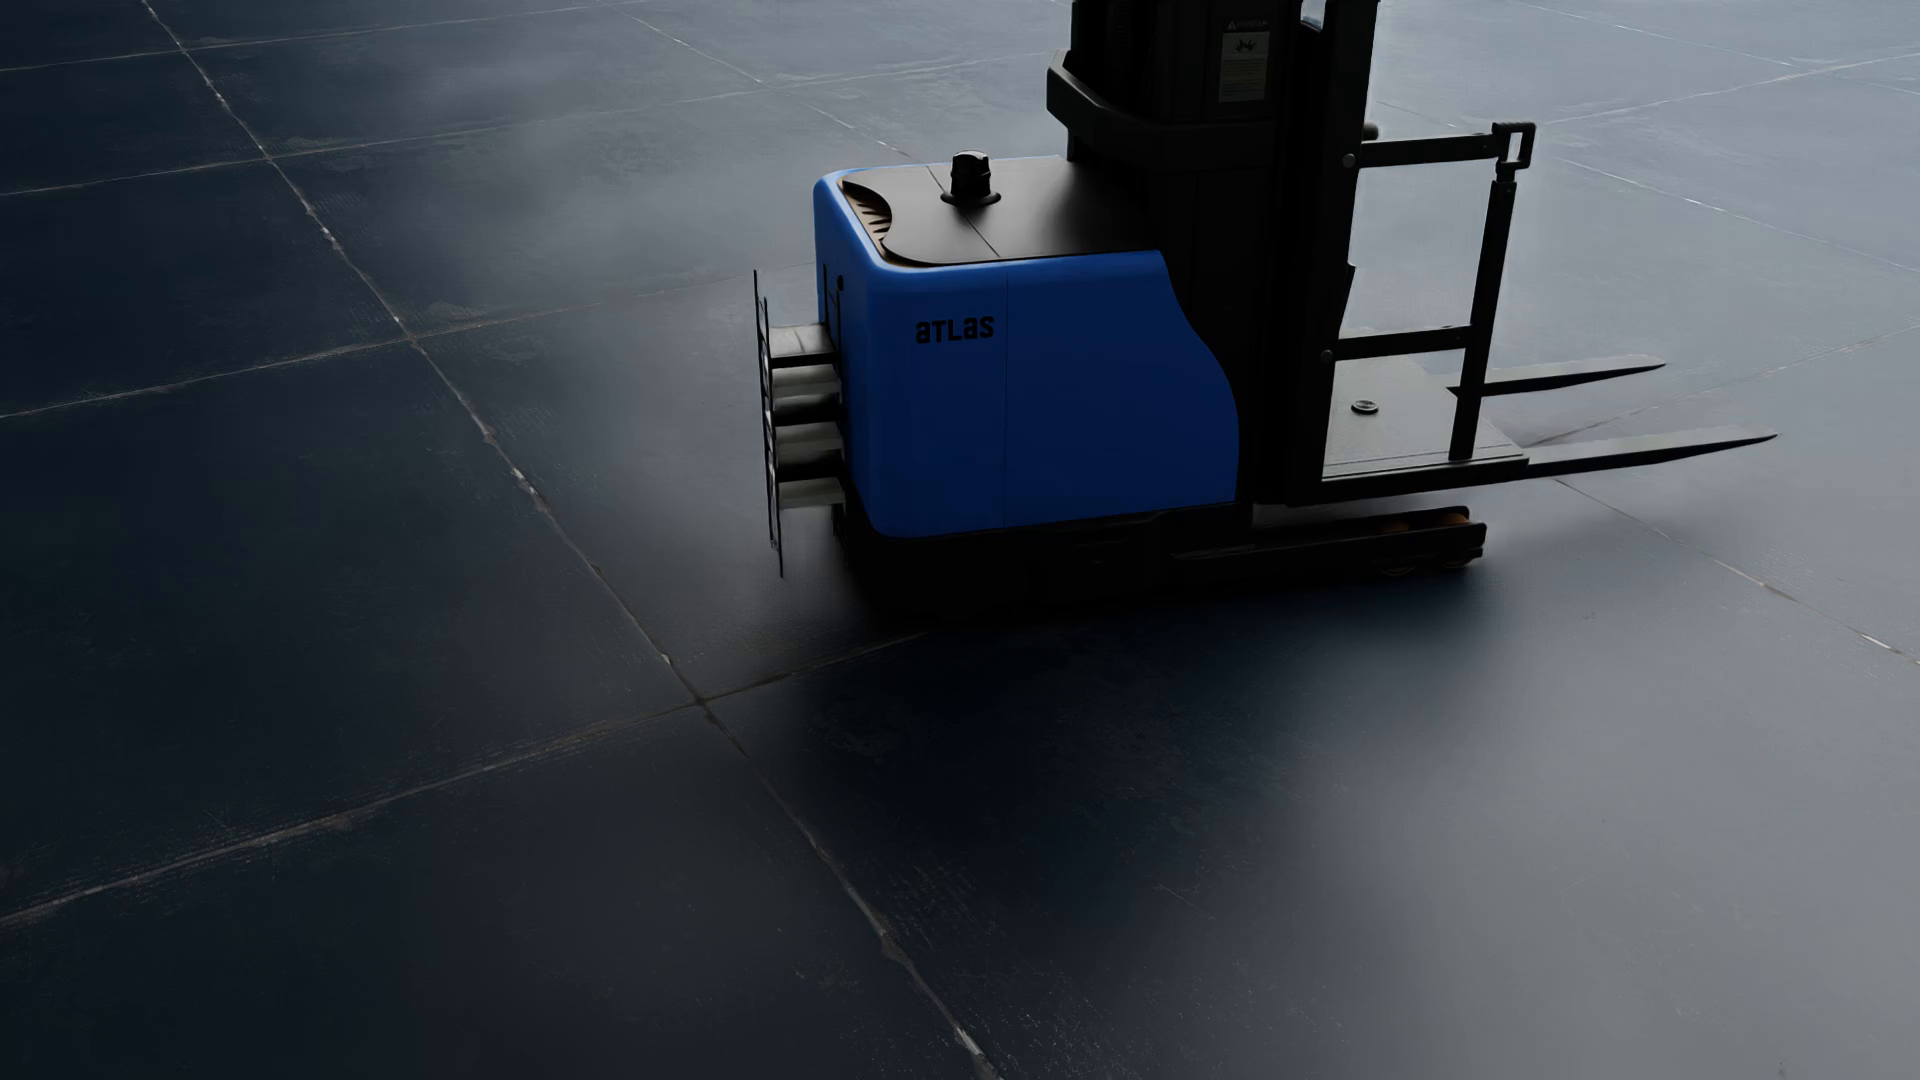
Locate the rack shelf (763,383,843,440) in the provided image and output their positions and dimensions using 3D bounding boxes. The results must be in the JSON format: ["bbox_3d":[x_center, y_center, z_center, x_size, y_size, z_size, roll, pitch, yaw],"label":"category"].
[{"bbox_3d":[-0.467,-0.393,4.913,0.200,0.077,0.258,-7,30,-12],"label":"rack shelf"}]

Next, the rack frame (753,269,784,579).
[{"bbox_3d":[-0.566,-0.331,4.919,0.006,0.900,0.240,-7,30,-12],"label":"rack frame"}]

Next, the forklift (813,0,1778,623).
[{"bbox_3d":[1.115,-1.415,4.780,3.031,2.935,1.130,-7,30,-12],"label":"forklift"}]

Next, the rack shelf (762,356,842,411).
[{"bbox_3d":[-0.467,-0.472,4.870,0.200,0.077,0.258,-7,30,-12],"label":"rack shelf"}]

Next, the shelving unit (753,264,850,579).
[{"bbox_3d":[-0.467,-0.343,4.940,0.210,0.900,0.258,-7,30,-12],"label":"shelving unit"}]

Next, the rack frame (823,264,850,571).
[{"bbox_3d":[-0.368,-0.355,4.962,0.006,0.900,0.240,-7,30,-12],"label":"rack frame"}]

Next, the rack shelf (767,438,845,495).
[{"bbox_3d":[-0.467,-0.235,5.000,0.200,0.077,0.258,-7,30,-12],"label":"rack shelf"}]

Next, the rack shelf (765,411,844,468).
[{"bbox_3d":[-0.467,-0.314,4.956,0.200,0.077,0.258,-7,30,-12],"label":"rack shelf"}]

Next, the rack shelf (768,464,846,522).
[{"bbox_3d":[-0.467,-0.156,5.043,0.200,0.077,0.258,-7,30,-12],"label":"rack shelf"}]

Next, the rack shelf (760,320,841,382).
[{"bbox_3d":[-0.467,-0.550,4.826,0.200,0.077,0.258,-7,30,-12],"label":"rack shelf"}]
